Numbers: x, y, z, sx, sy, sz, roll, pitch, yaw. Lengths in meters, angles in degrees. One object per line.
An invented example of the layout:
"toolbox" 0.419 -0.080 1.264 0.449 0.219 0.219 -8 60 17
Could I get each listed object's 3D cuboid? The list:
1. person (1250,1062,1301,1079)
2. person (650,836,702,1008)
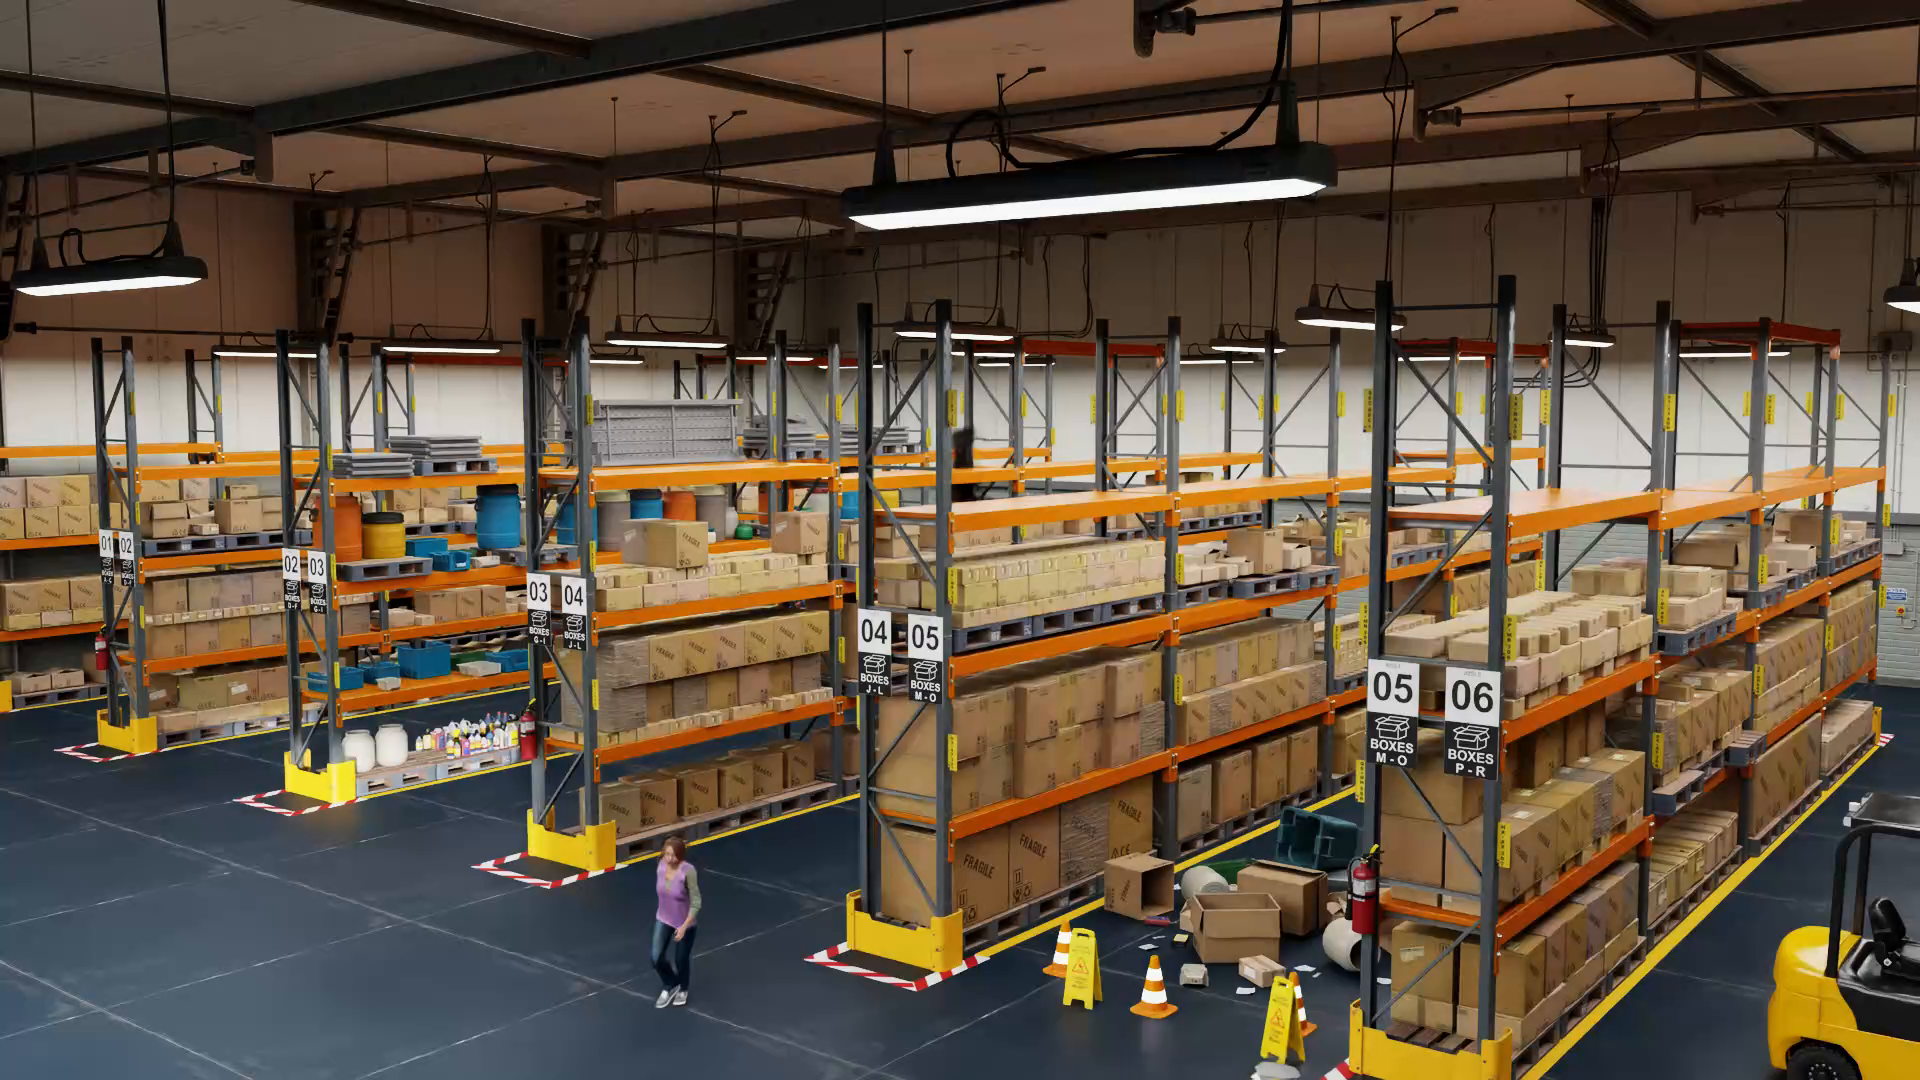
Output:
"person" 1.867 3.598 9.504 0.590 1.460 1.073 3 6 30
"person" -2.327 3.189 13.828 0.456 1.534 0.753 1 5 10
